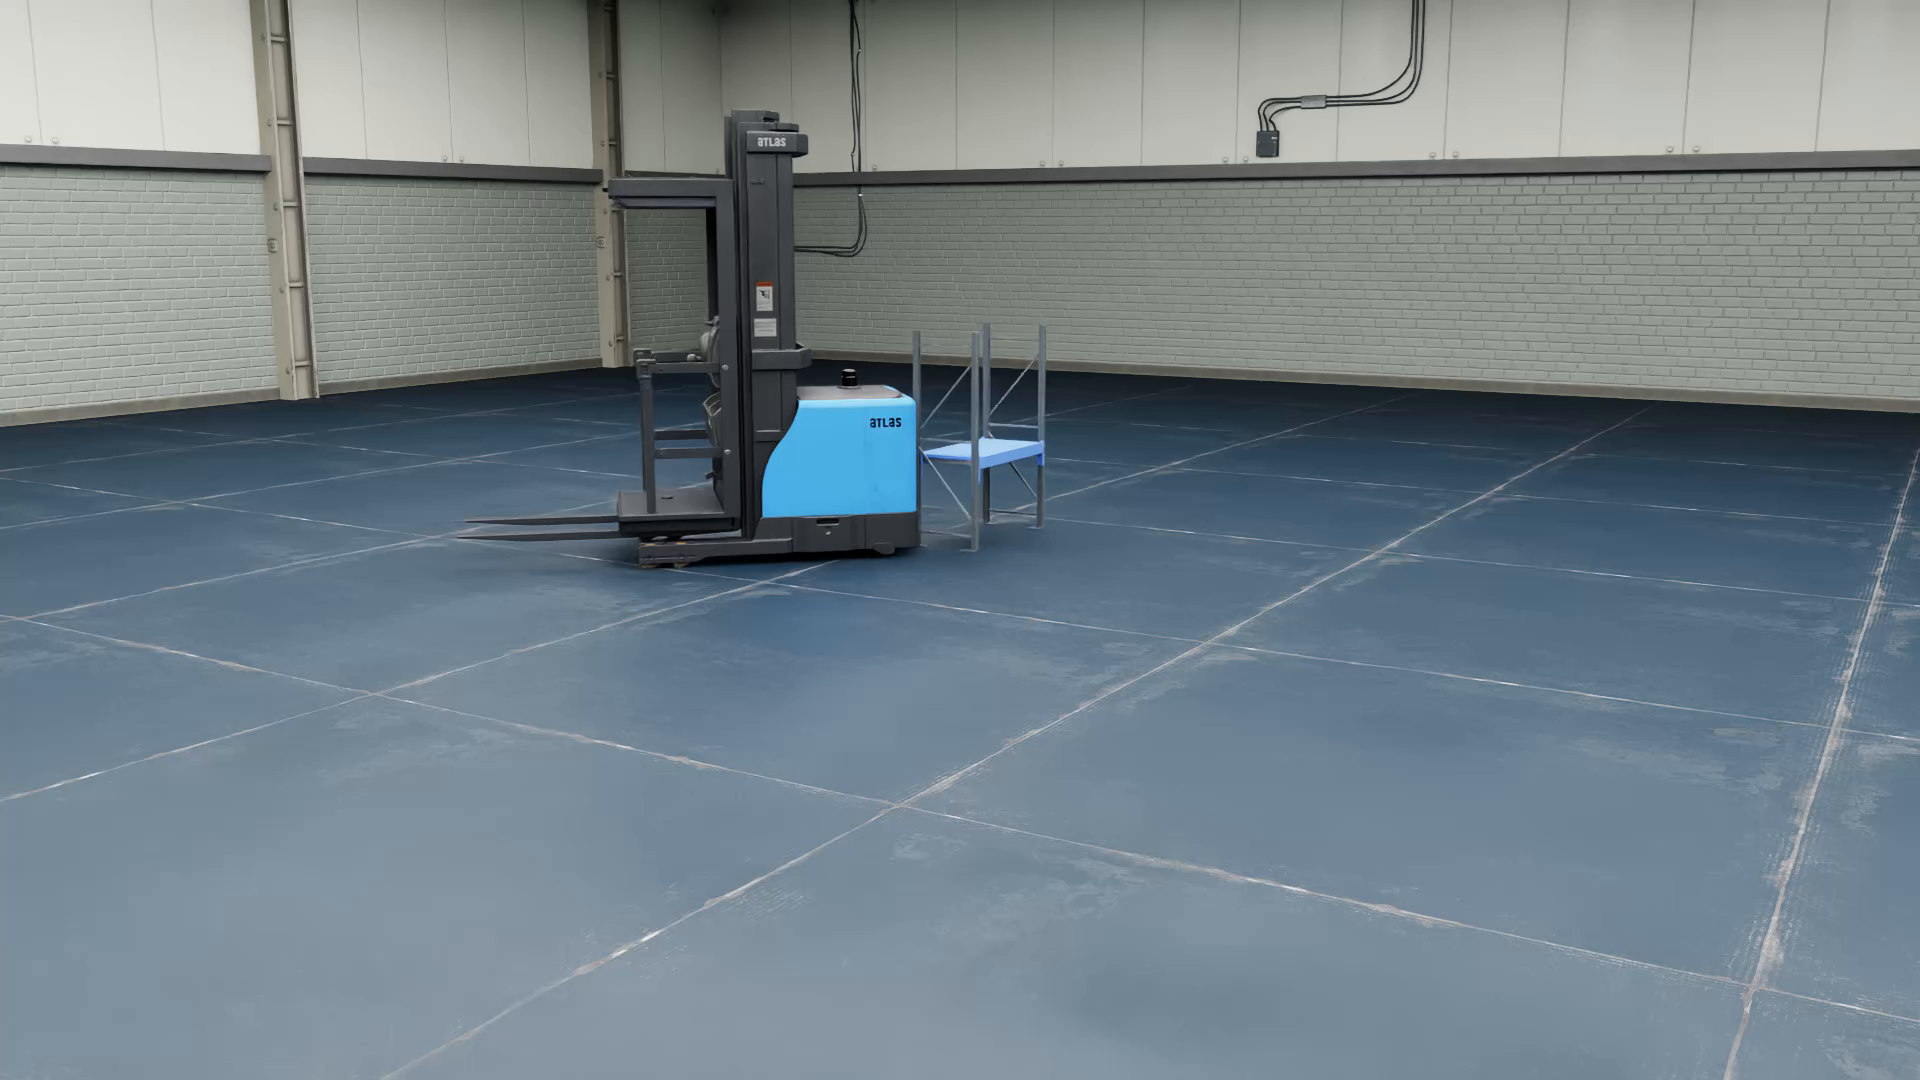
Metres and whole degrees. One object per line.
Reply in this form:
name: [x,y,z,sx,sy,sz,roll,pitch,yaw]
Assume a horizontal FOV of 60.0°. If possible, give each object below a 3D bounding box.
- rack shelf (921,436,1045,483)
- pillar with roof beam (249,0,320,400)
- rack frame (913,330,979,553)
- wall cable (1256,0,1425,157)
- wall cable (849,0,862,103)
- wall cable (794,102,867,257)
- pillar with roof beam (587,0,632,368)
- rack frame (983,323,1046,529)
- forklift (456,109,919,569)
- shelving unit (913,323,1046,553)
rack shelf: [0.150,-0.581,11.875,0.538,0.185,1.000,6,12,28]
pillar with roof beam: [-4.974,-5.868,18.758,9.100,9.000,0.400,6,12,31]
rack frame: [-0.097,-0.676,11.405,0.500,1.500,0.032,6,12,28]
wall cable: [5.226,-8.322,22.625,2.305,6.003,0.169,6,12,31]
wall cable: [-0.567,-8.258,26.236,3.097,2.526,0.112,6,12,31]
wall cable: [-2.879,-6.034,28.082,3.097,2.526,0.112,6,12,31]
pillar with roof beam: [-1.859,-6.812,23.799,9.100,9.000,0.400,6,12,31]
rack frame: [0.397,-0.840,12.278,0.500,1.500,0.032,6,12,28]
forklift: [-1.853,-1.359,11.163,3.031,2.935,1.130,-2,11,-12]
shelving unit: [0.150,-0.758,11.842,0.538,1.500,1.048,6,12,28]
